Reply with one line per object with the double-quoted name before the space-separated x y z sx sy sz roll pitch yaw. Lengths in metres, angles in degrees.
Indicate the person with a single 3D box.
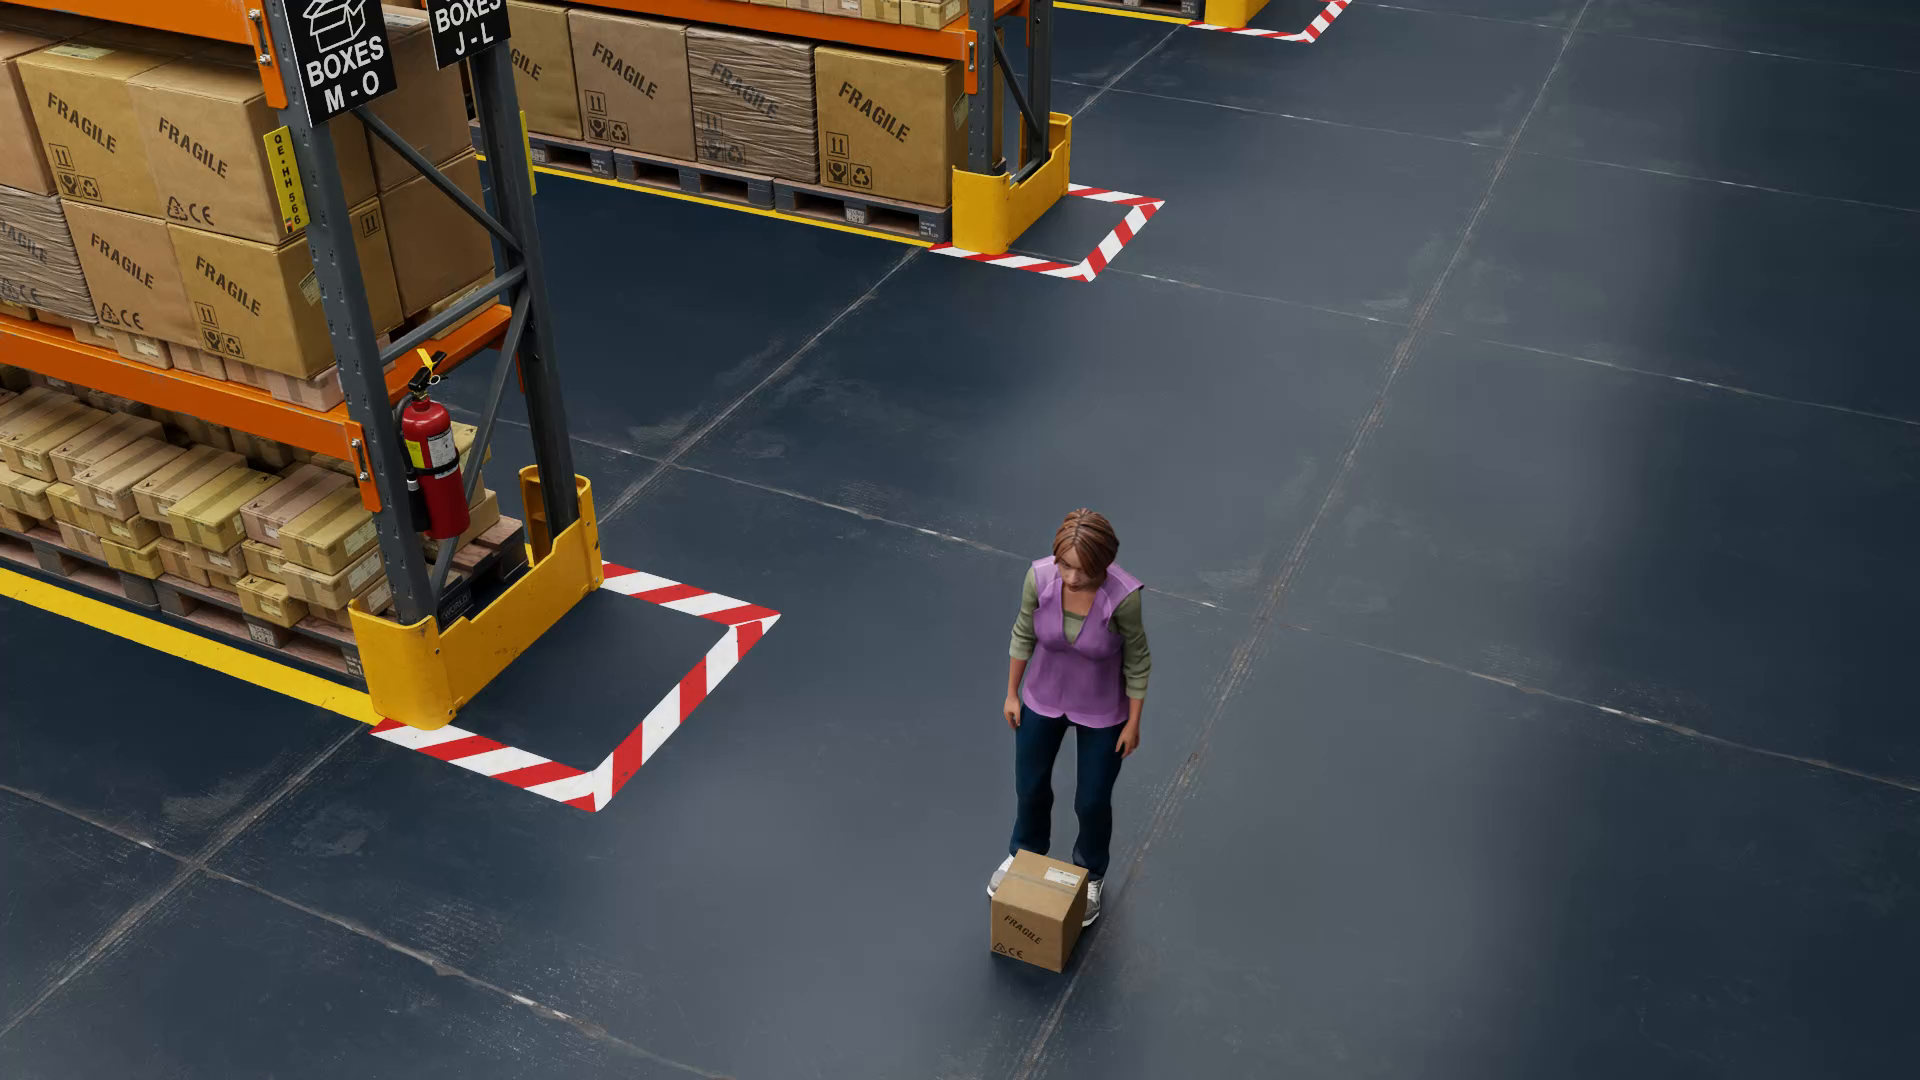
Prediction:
"person" 0.361 0.554 5.346 0.478 1.580 0.349 12 36 18
